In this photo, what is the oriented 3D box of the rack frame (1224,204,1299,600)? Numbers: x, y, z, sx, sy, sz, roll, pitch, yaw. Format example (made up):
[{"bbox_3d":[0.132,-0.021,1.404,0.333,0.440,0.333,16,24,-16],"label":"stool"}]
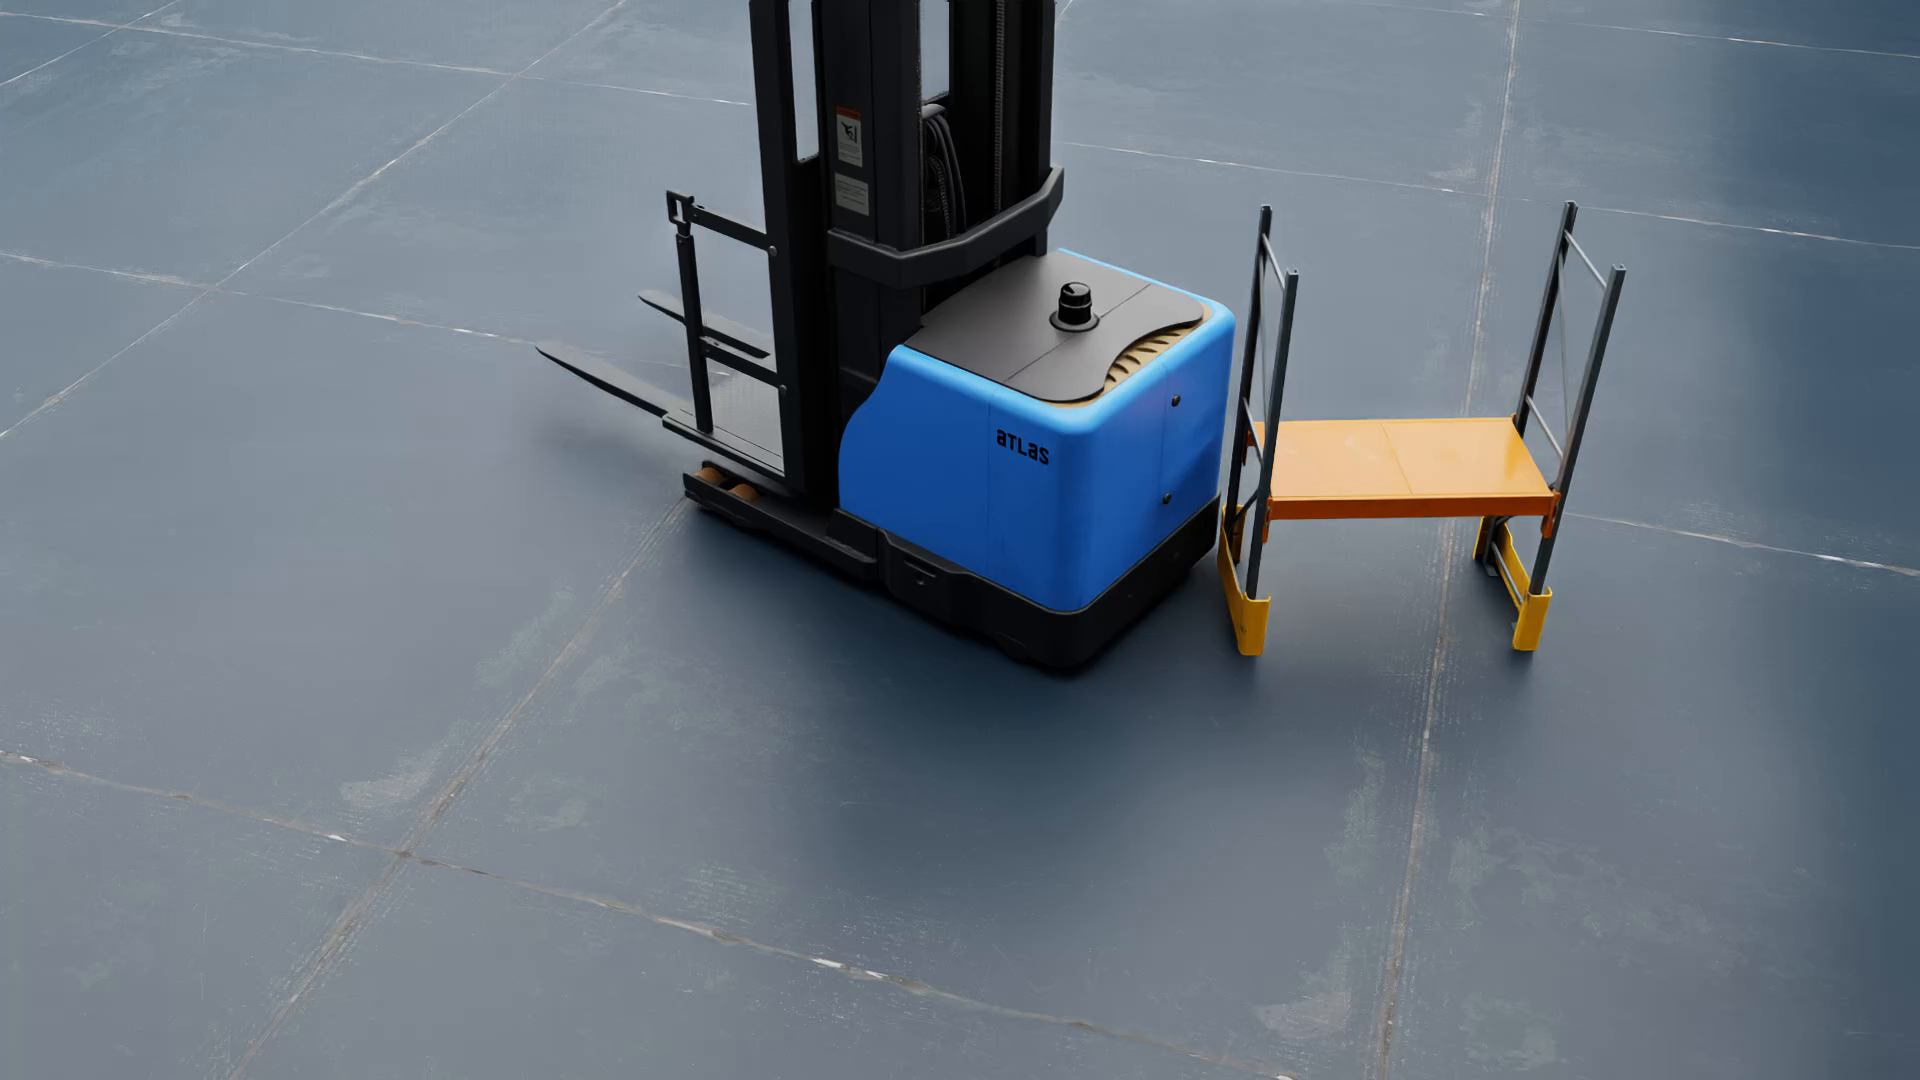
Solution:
[{"bbox_3d":[1.021,-0.361,5.760,0.032,1.500,0.500,-1,36,-1],"label":"rack frame"}]

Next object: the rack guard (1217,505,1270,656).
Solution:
[{"bbox_3d":[1.041,0.142,6.131,0.087,0.250,0.587,-1,36,-1],"label":"rack guard"}]

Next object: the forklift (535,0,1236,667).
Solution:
[{"bbox_3d":[-0.482,-1.453,6.036,3.031,2.935,1.130,25,43,30],"label":"forklift"}]

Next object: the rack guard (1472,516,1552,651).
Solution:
[{"bbox_3d":[2.036,0.125,6.154,0.087,0.250,0.587,-1,36,-1],"label":"rack guard"}]

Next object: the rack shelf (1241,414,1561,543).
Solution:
[{"bbox_3d":[1.529,-0.225,5.878,1.000,0.185,0.538,-1,36,-1],"label":"rack shelf"}]

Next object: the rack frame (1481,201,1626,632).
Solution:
[{"bbox_3d":[2.038,-0.378,5.783,0.032,1.500,0.500,-1,36,-1],"label":"rack frame"}]

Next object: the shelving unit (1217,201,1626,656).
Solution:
[{"bbox_3d":[1.538,-0.370,5.772,1.083,1.500,0.587,-1,36,-1],"label":"shelving unit"}]
